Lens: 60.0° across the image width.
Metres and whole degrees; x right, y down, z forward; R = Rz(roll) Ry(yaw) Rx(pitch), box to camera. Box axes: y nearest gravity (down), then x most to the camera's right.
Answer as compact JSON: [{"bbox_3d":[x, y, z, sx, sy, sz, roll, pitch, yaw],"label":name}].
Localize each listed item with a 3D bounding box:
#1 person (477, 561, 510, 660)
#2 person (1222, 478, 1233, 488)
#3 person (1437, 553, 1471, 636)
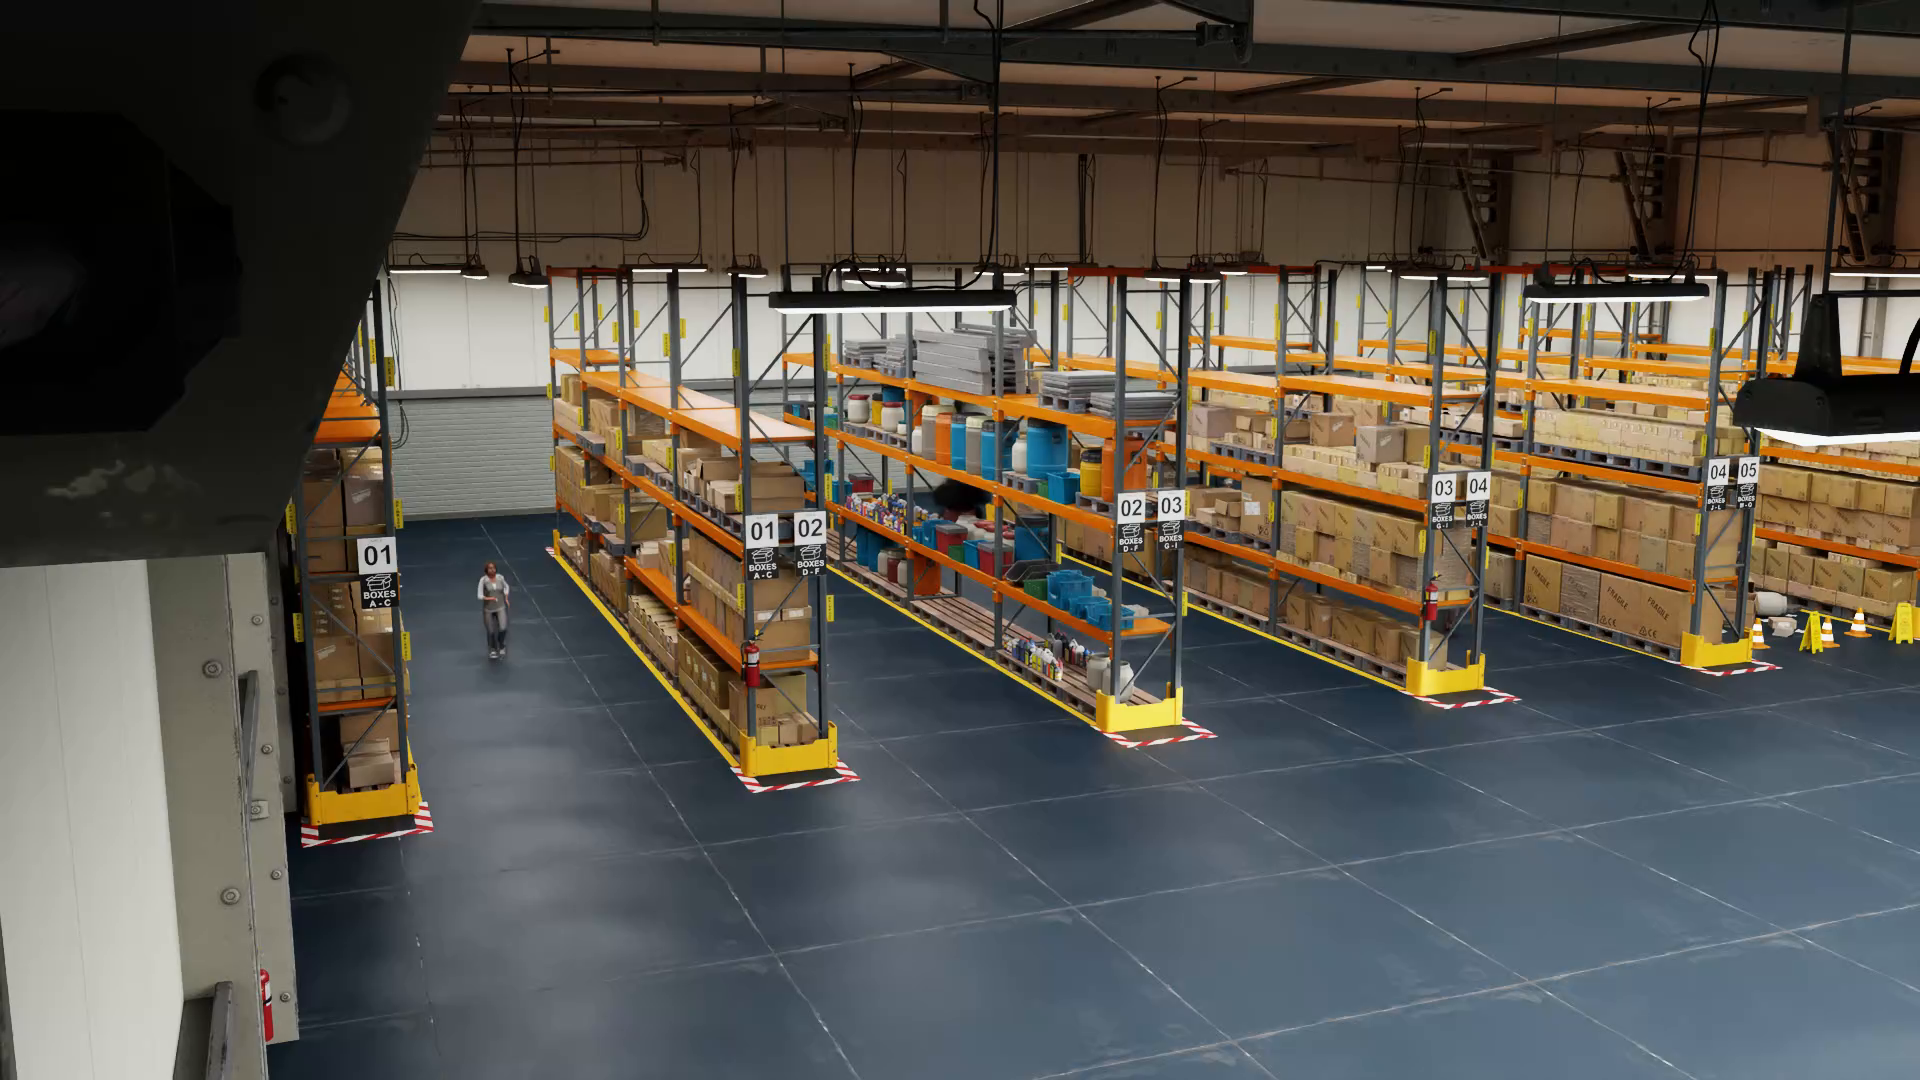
[{"bbox_3d":[-7.193,1.097,25.721,0.510,1.570,0.636,-4,11,-24],"label":"person"},{"bbox_3d":[5.576,-0.466,34.495,0.560,1.667,0.567,-5,11,-27],"label":"person"},{"bbox_3d":[8.146,0.747,27.735,0.656,1.667,0.810,-8,13,-38],"label":"person"}]
